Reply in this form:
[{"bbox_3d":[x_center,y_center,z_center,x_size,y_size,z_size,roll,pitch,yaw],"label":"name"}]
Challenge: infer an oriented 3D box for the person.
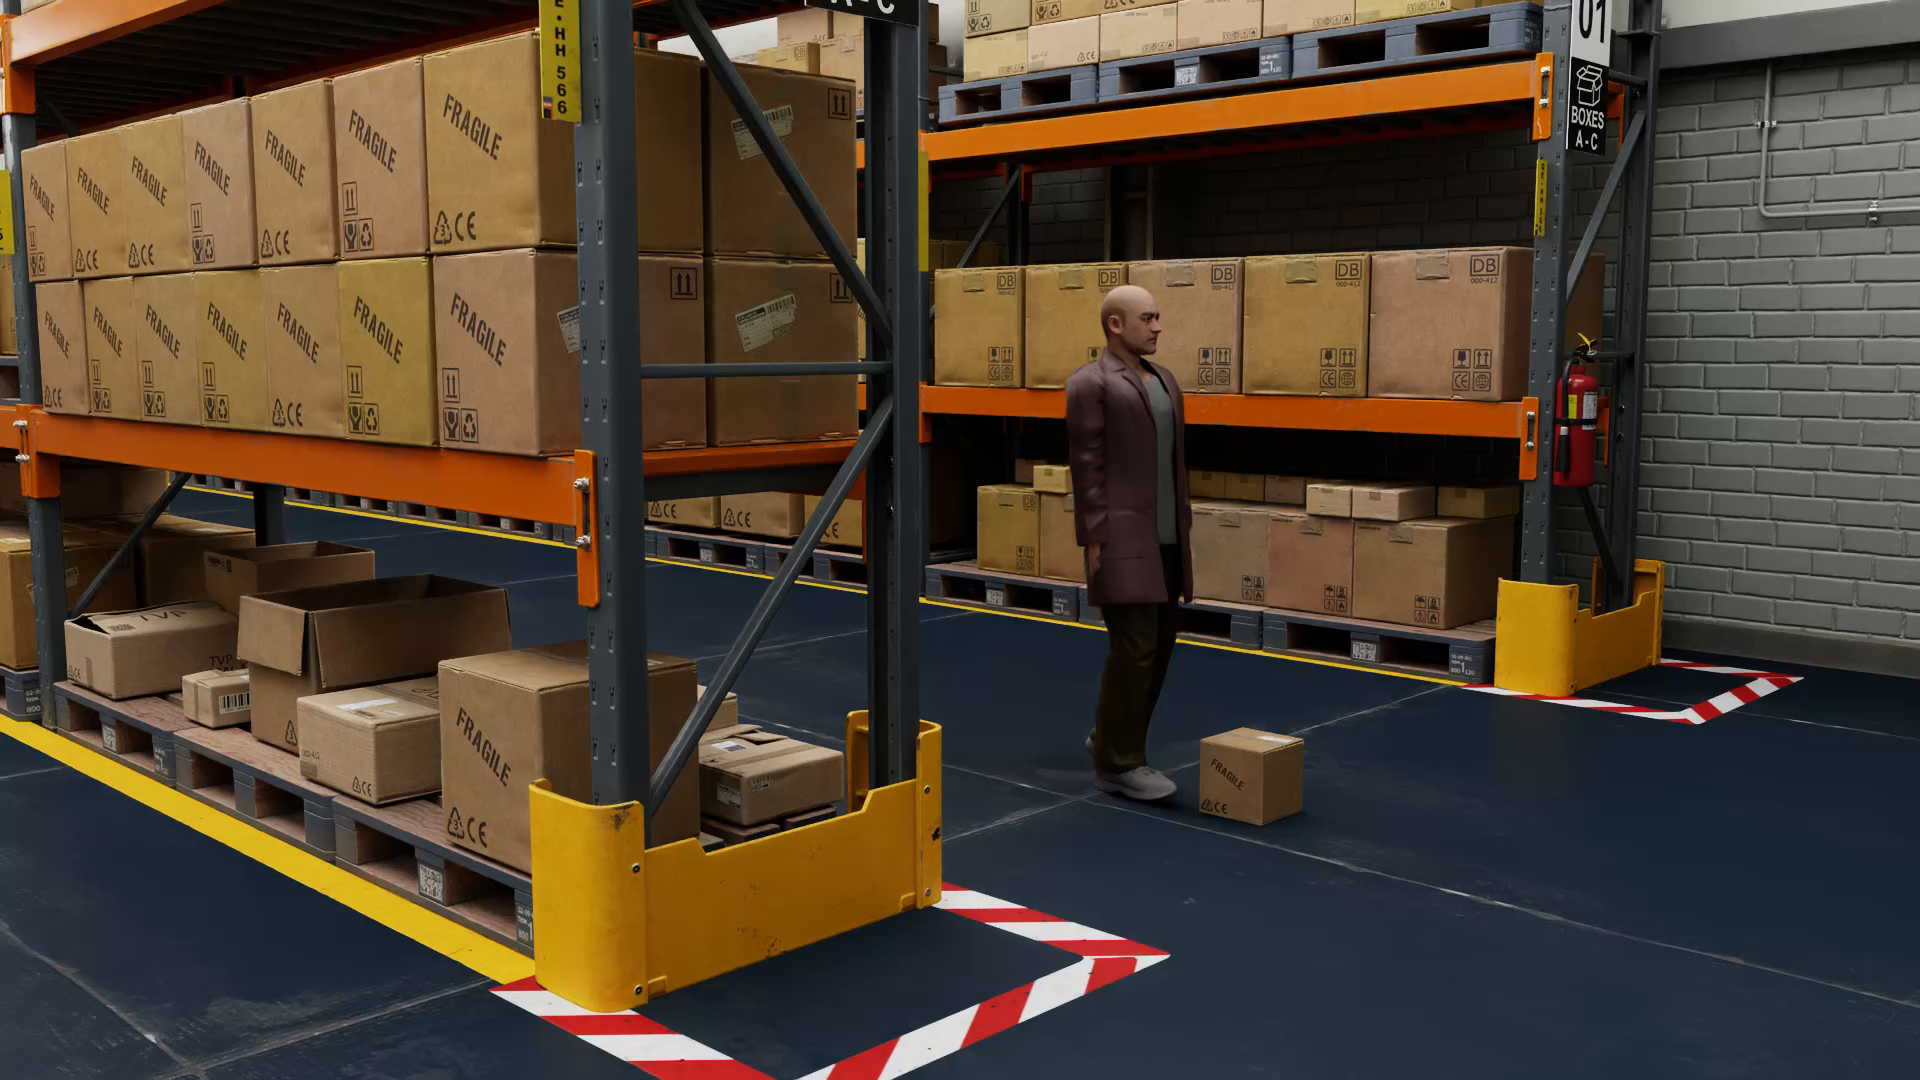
[{"bbox_3d":[0.625,0.042,5.873,0.602,1.864,0.574,7,10,44],"label":"person"}]
